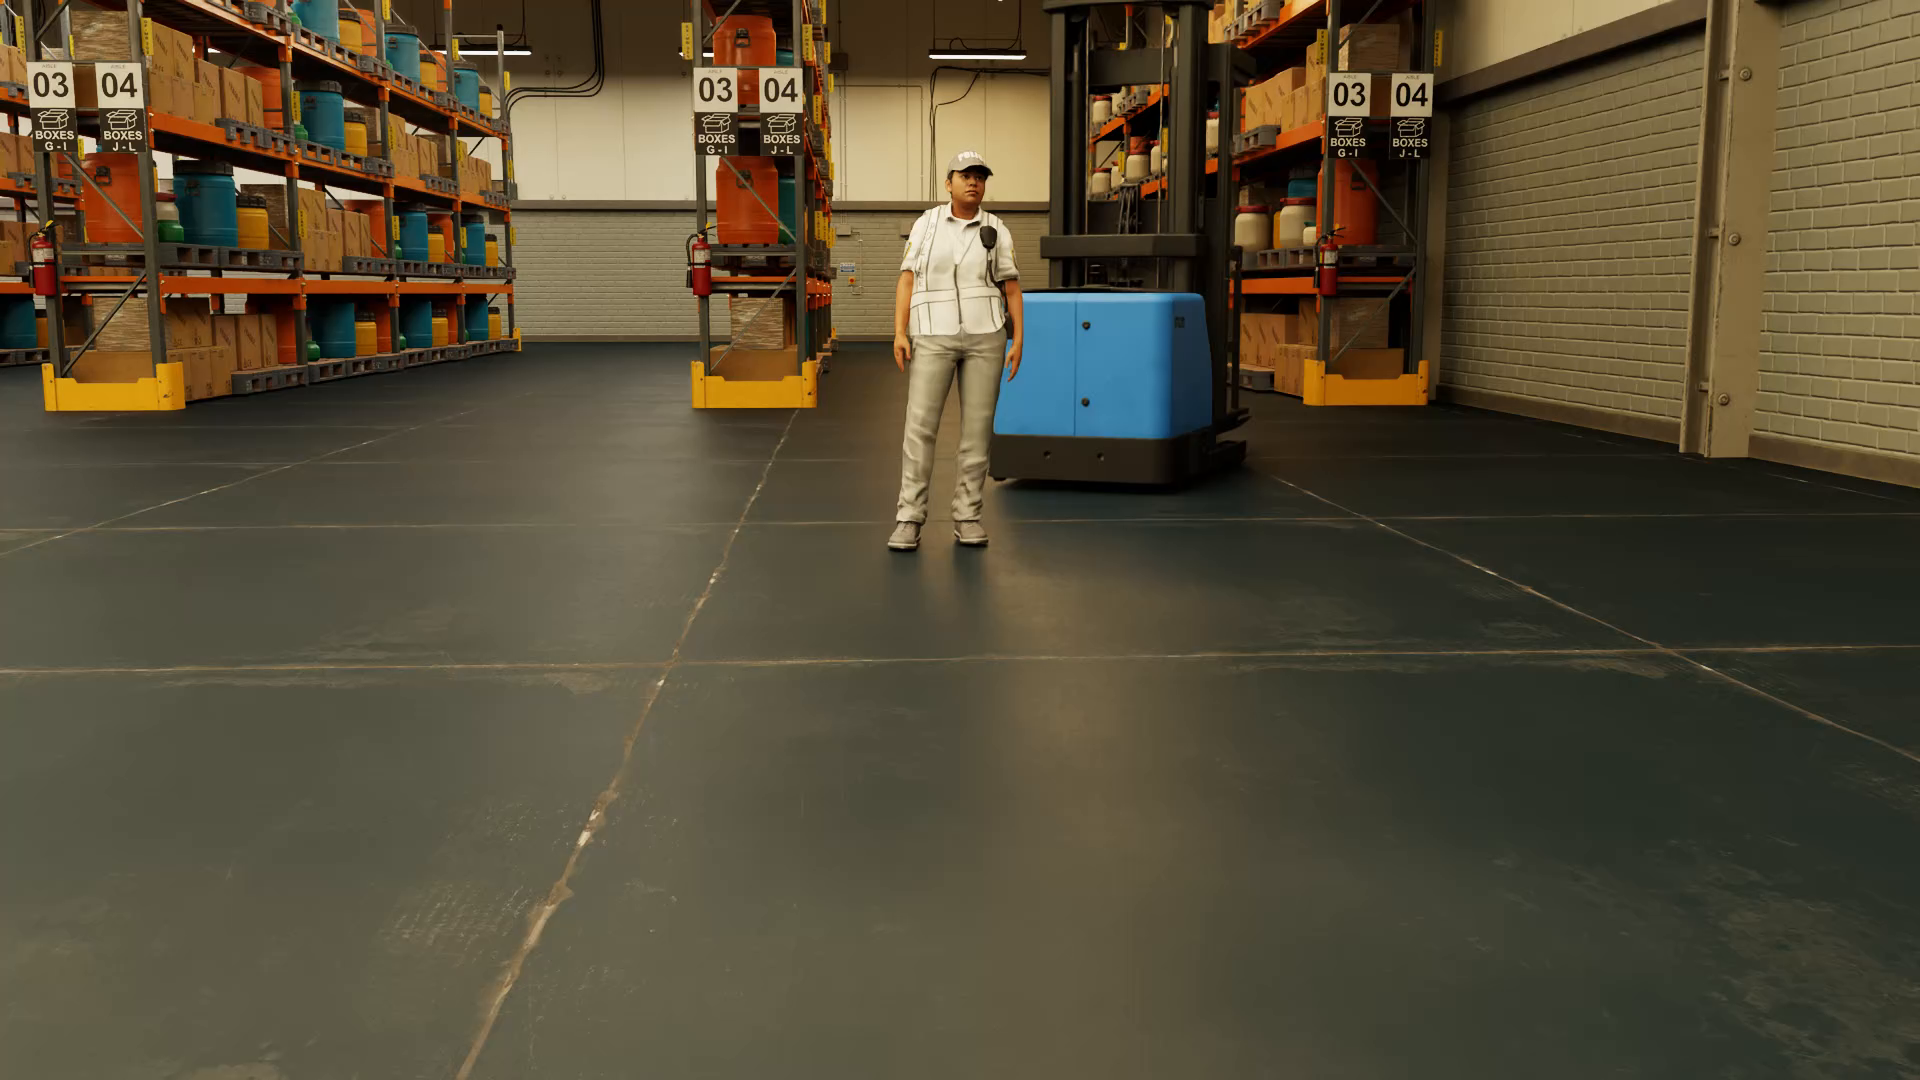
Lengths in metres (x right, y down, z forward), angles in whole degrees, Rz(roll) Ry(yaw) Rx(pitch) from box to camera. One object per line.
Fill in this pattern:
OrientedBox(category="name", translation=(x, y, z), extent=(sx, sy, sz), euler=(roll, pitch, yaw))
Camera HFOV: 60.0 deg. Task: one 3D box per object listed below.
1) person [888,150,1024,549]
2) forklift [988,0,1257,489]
OrientedBox(category="person", translation=(-0.018, -0.820, 7.110), extent=(0.598, 1.670, 0.529), euler=(-1, 8, -4))
OrientedBox(category="forklift", translation=(1.161, -1.904, 10.155), extent=(1.130, 2.935, 3.031), euler=(3, 9, 21))
